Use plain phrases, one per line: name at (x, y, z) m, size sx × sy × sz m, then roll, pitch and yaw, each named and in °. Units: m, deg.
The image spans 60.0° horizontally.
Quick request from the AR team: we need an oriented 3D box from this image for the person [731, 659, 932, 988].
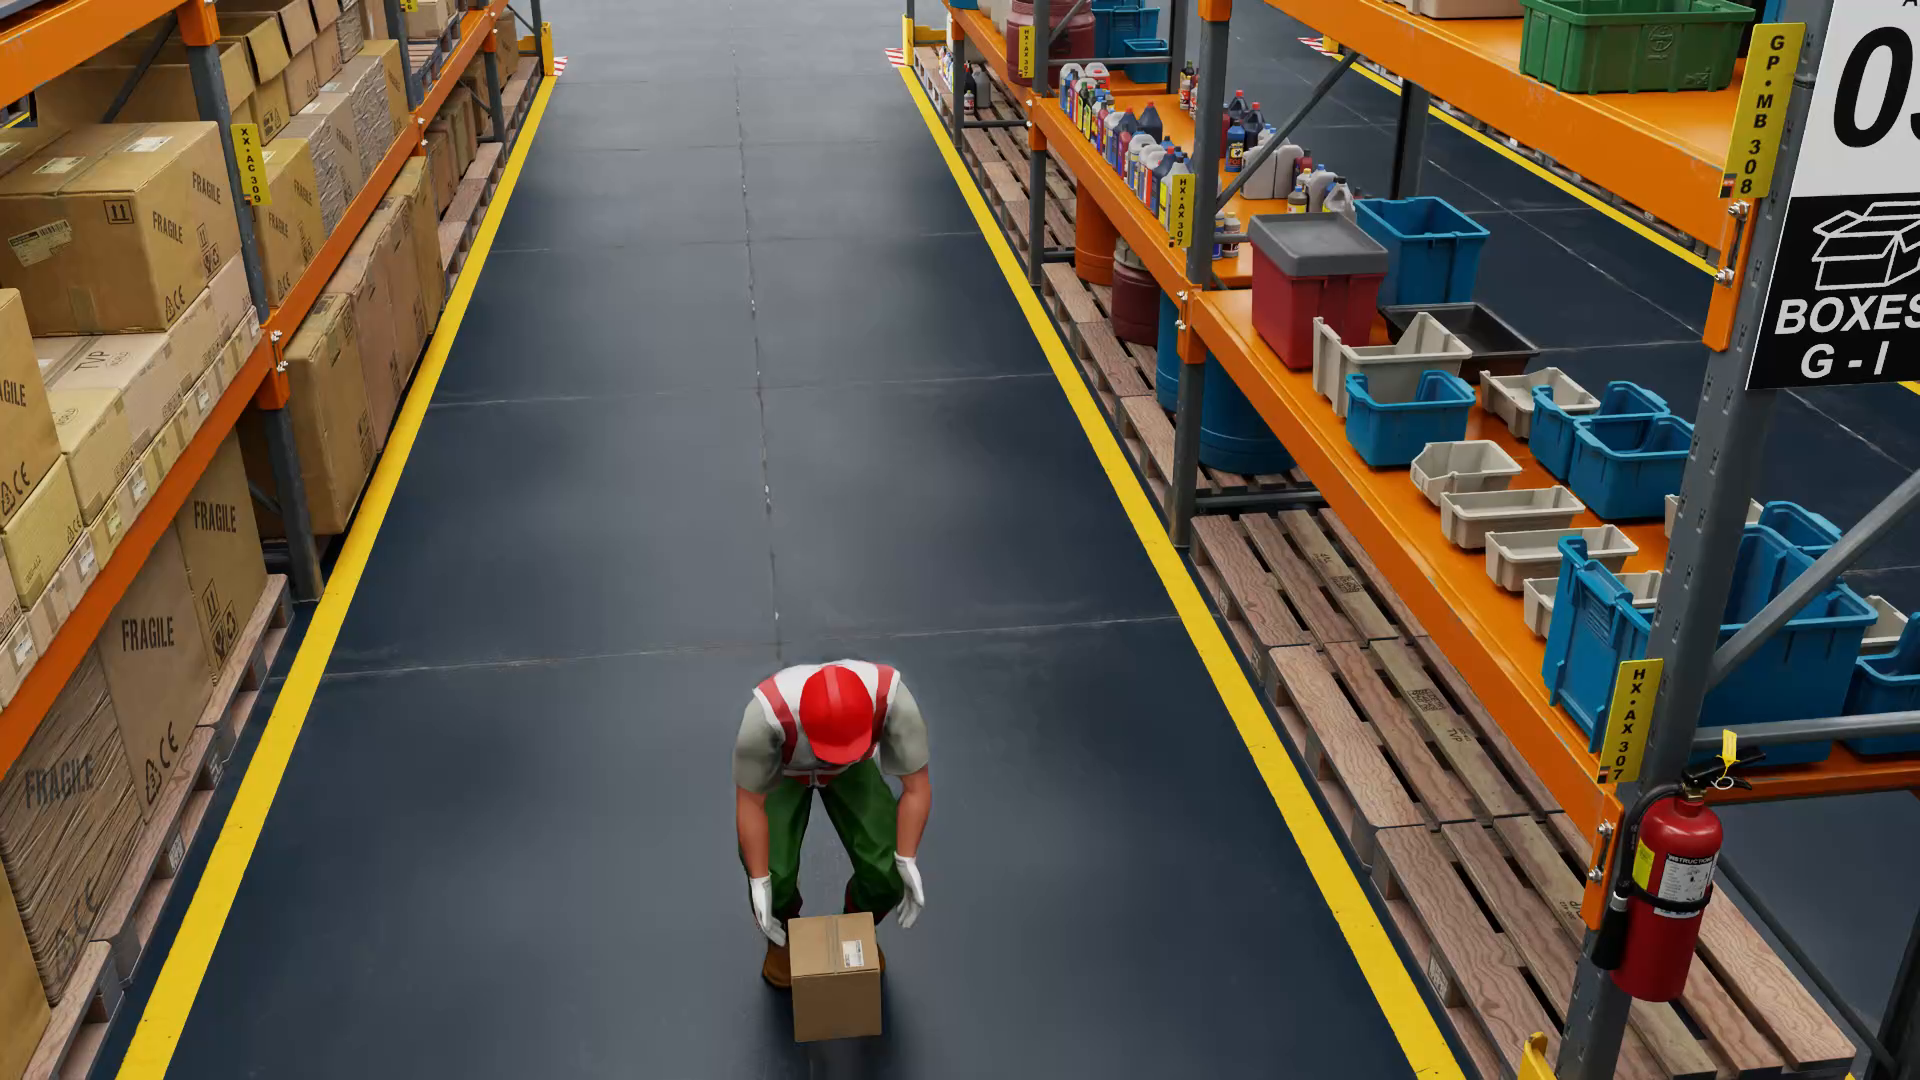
person at (-0.386, 0.809, 5.044) m, size 0.586 × 1.295 × 0.816 m, roll -4°, pitch 27°, yaw -7°
